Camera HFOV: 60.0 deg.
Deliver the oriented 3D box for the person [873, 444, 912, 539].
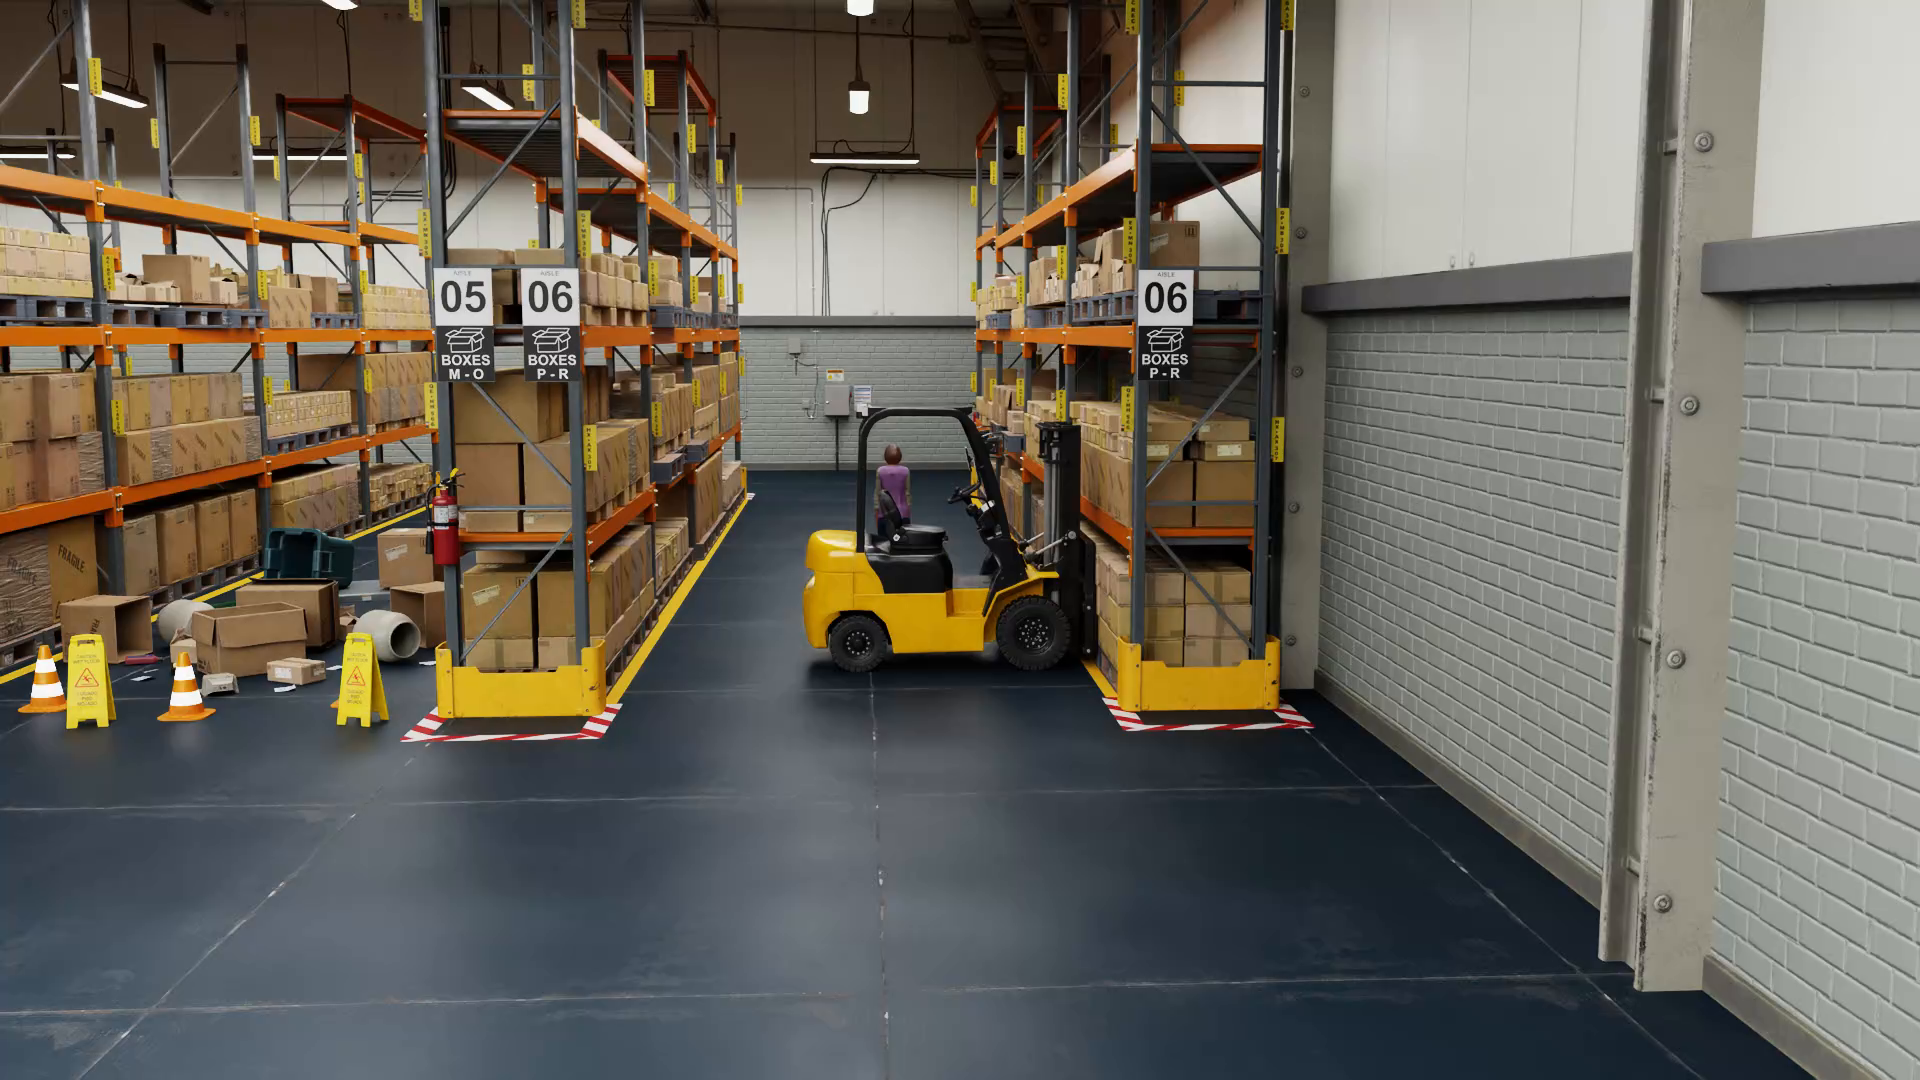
[{"bbox_3d":[-0.714,-0.224,17.607,0.405,1.598,0.304,0,7,-2],"label":"person"}]
